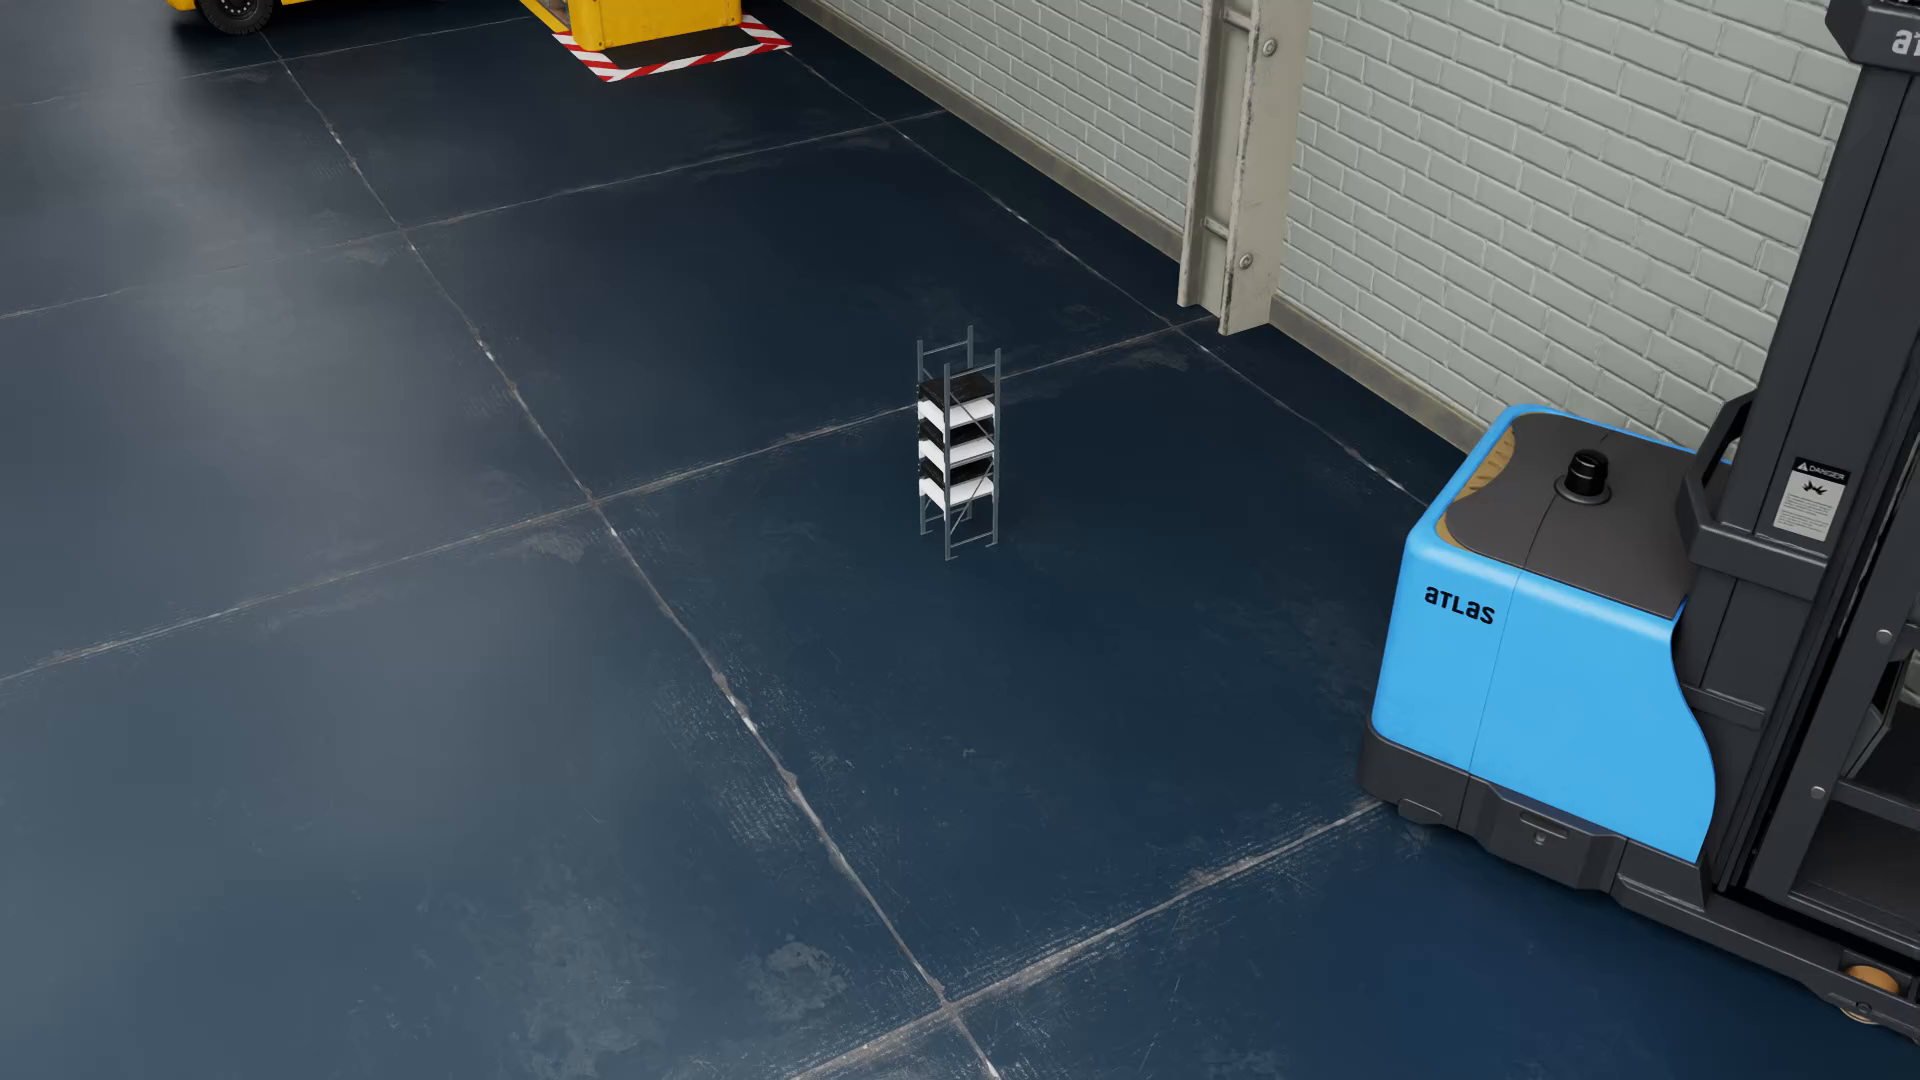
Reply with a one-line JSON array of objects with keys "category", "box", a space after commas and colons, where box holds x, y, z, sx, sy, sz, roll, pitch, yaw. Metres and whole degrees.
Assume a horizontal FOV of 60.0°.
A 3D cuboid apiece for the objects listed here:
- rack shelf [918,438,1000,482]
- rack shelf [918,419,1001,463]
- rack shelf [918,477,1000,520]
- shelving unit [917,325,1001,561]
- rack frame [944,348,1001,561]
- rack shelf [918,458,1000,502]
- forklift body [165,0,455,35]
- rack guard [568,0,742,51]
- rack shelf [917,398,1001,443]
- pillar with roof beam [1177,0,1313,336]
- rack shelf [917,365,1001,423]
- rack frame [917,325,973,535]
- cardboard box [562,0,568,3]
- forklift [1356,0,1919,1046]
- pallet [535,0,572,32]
[{"category": "rack shelf", "box": [-0.004, -0.341, 6.510, 0.258, 0.077, 0.200, -19, 40, -24]}, {"category": "rack shelf", "box": [-0.004, -0.413, 6.457, 0.258, 0.077, 0.200, -19, 40, -24]}, {"category": "rack shelf", "box": [-0.004, -0.195, 6.616, 0.258, 0.077, 0.200, -19, 40, -24]}, {"category": "shelving unit", "box": [-0.004, -0.368, 6.490, 0.258, 0.900, 0.210, -19, 40, -24]}, {"category": "rack frame", "box": [0.047, -0.316, 6.419, 0.240, 0.900, 0.006, -19, 40, -24]}, {"category": "rack shelf", "box": [-0.004, -0.268, 6.563, 0.258, 0.077, 0.200, -19, 40, -24]}, {"category": "forklift body", "box": [-4.650, -4.875, 11.601, 2.313, 2.155, 1.214, -19, 40, -24]}, {"category": "rack guard", "box": [-2.108, -3.769, 11.487, 1.175, 0.500, 0.348, -19, 40, -24]}, {"category": "rack shelf", "box": [-0.004, -0.486, 6.404, 0.258, 0.077, 0.200, -19, 40, -24]}, {"category": "pillar with roof beam", "box": [-2.399, -3.500, 3.913, 9.100, 9.000, 0.400, -19, 40, -24]}, {"category": "rack shelf", "box": [-0.004, -0.559, 6.351, 0.258, 0.077, 0.200, -19, 40, -24]}, {"category": "rack frame", "box": [-0.055, -0.419, 6.561, 0.240, 0.900, 0.006, -19, 40, -24]}, {"category": "cardboard box", "box": [-2.629, -3.996, 11.653, 0.500, 0.250, 0.500, -19, 40, -24]}, {"category": "forklift", "box": [2.833, -0.077, 4.371, 3.031, 2.935, 1.130, 22, 41, 27]}, {"category": "pallet", "box": [-2.541, -4.042, 12.106, 1.003, 0.211, 1.213, -19, 40, -24]}]
